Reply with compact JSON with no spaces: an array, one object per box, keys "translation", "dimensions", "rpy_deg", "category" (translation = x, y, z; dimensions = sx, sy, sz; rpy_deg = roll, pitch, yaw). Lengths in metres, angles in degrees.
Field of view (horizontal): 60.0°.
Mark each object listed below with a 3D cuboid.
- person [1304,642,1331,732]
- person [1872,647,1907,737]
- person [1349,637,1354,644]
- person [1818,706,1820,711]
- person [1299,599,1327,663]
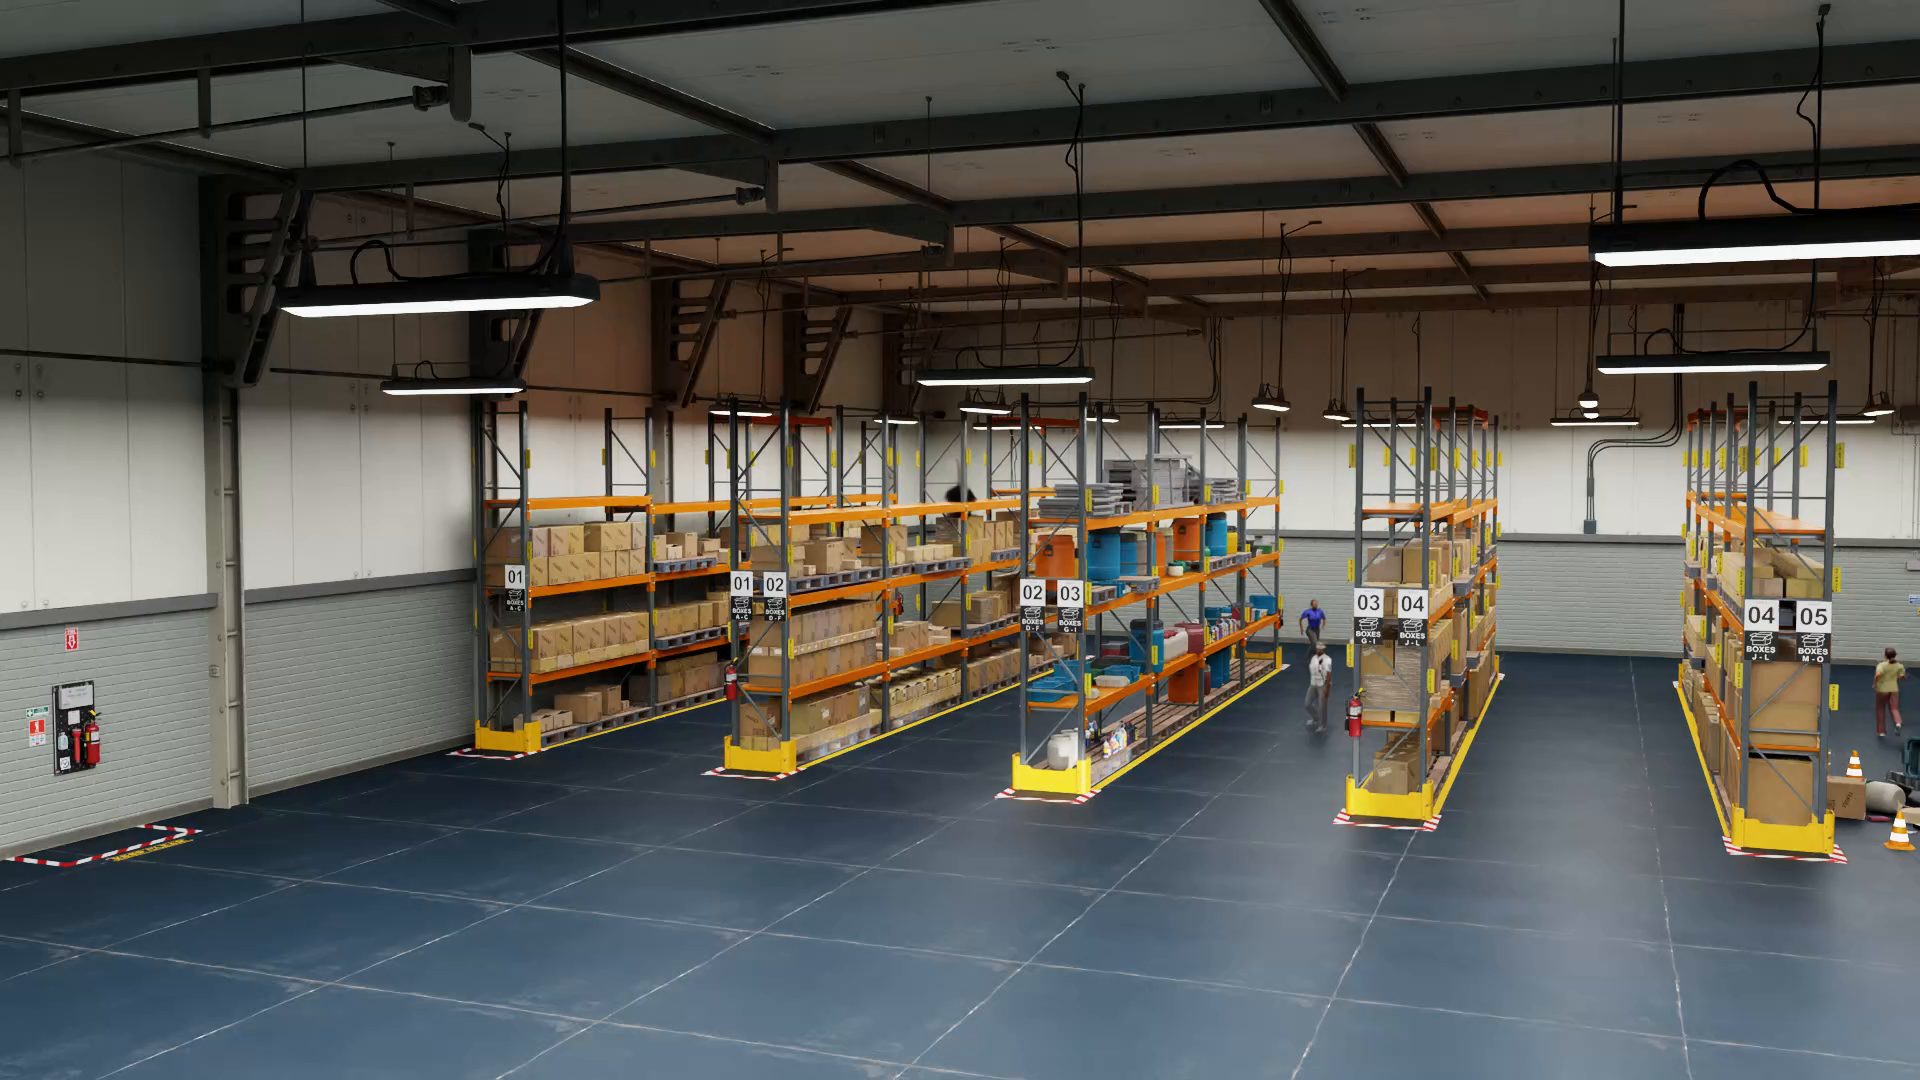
[{"translation":[6.588,2.690,30.564],"dimensions":[0.464,1.693,0.615],"rpy_deg":[-2,4,-40],"category":"person"},{"translation":[16.555,2.737,29.632],"dimensions":[0.573,1.623,0.903],"rpy_deg":[1,3,13],"category":"person"},{"translation":[8.030,2.514,33.078],"dimensions":[0.666,1.789,0.727],"rpy_deg":[1,3,14],"category":"person"},{"translation":[16.881,2.636,32.814],"dimensions":[0.531,1.535,0.898],"rpy_deg":[1,3,13],"category":"person"},{"translation":[8.523,2.295,40.240],"dimensions":[0.621,1.550,0.791],"rpy_deg":[-1,3,-26],"category":"person"}]
